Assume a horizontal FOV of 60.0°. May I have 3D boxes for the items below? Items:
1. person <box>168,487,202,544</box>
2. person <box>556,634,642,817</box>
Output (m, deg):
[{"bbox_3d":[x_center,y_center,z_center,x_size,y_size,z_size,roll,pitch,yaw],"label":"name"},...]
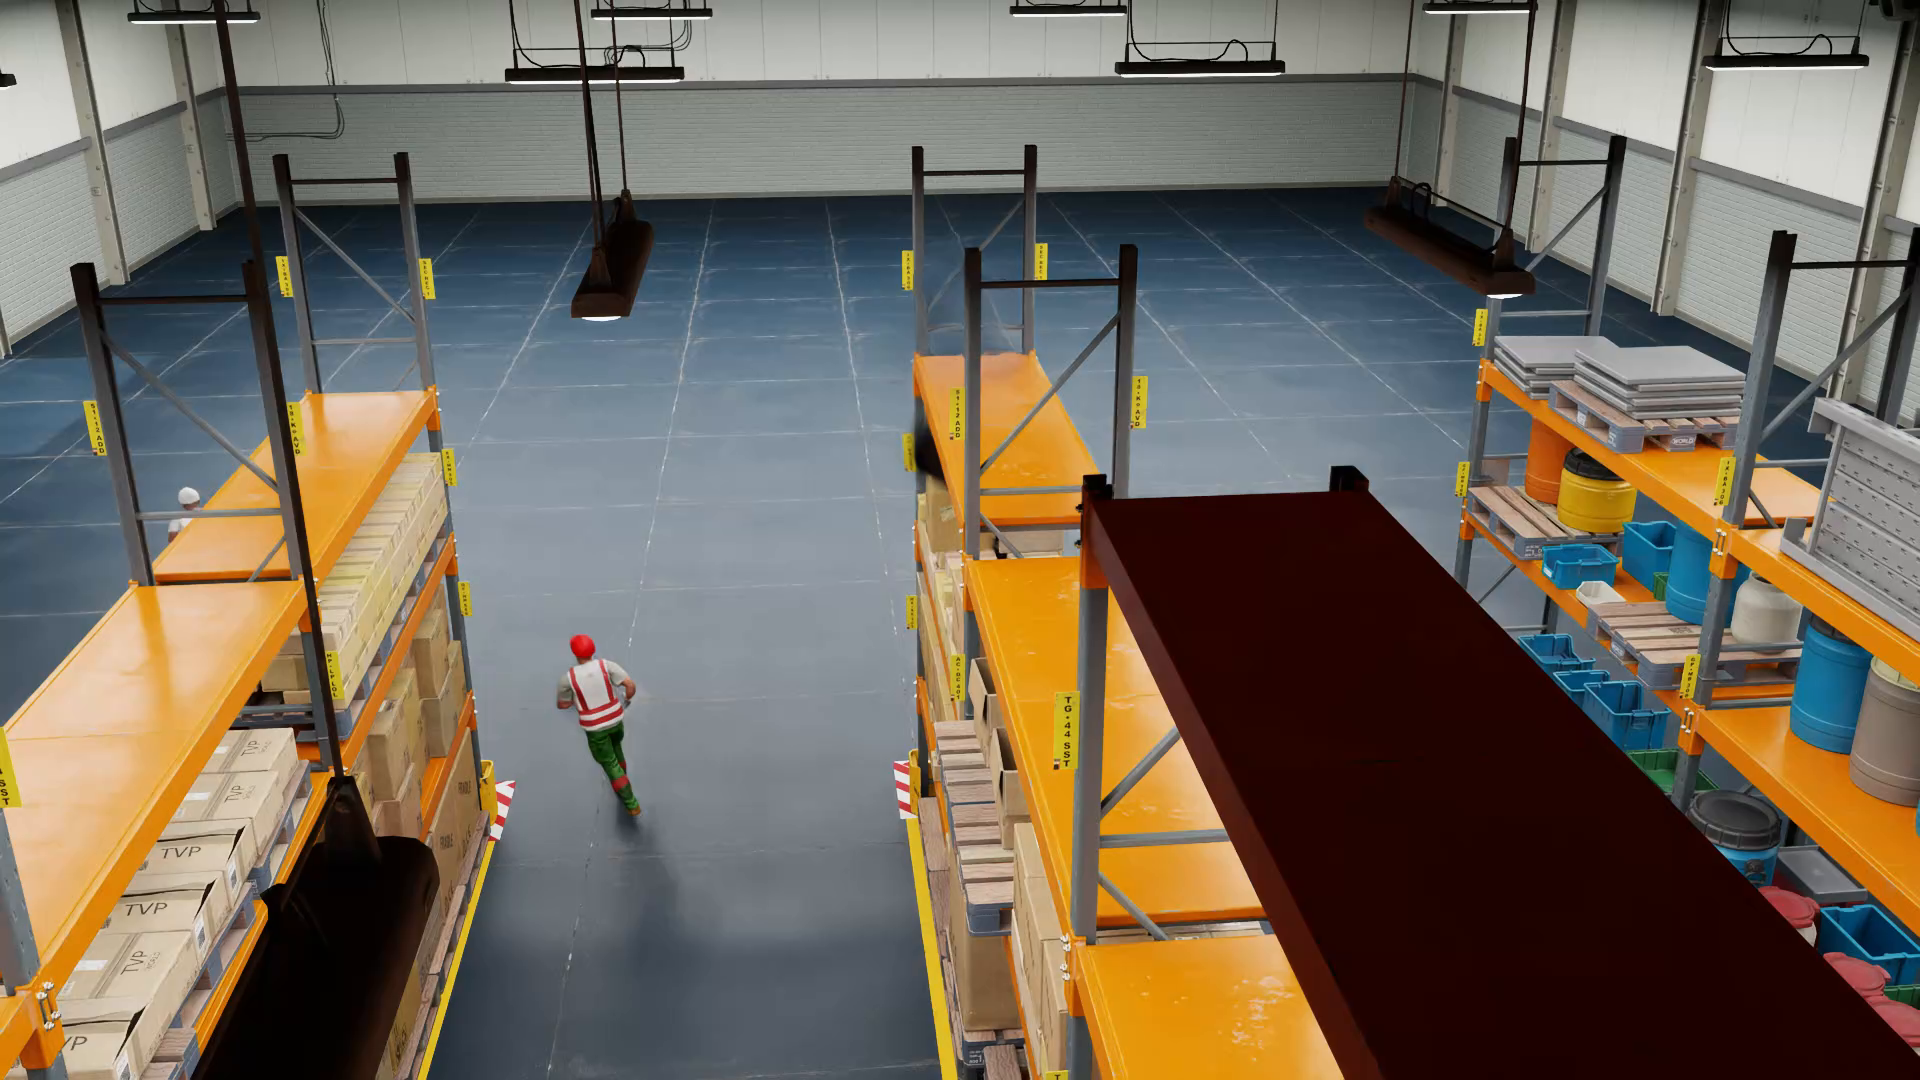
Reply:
[{"bbox_3d":[-8.370,0.325,18.560,1.034,1.728,0.707,20,29,41],"label":"person"},{"bbox_3d":[-3.257,1.697,14.971,0.662,1.815,0.857,-13,25,-29],"label":"person"}]
